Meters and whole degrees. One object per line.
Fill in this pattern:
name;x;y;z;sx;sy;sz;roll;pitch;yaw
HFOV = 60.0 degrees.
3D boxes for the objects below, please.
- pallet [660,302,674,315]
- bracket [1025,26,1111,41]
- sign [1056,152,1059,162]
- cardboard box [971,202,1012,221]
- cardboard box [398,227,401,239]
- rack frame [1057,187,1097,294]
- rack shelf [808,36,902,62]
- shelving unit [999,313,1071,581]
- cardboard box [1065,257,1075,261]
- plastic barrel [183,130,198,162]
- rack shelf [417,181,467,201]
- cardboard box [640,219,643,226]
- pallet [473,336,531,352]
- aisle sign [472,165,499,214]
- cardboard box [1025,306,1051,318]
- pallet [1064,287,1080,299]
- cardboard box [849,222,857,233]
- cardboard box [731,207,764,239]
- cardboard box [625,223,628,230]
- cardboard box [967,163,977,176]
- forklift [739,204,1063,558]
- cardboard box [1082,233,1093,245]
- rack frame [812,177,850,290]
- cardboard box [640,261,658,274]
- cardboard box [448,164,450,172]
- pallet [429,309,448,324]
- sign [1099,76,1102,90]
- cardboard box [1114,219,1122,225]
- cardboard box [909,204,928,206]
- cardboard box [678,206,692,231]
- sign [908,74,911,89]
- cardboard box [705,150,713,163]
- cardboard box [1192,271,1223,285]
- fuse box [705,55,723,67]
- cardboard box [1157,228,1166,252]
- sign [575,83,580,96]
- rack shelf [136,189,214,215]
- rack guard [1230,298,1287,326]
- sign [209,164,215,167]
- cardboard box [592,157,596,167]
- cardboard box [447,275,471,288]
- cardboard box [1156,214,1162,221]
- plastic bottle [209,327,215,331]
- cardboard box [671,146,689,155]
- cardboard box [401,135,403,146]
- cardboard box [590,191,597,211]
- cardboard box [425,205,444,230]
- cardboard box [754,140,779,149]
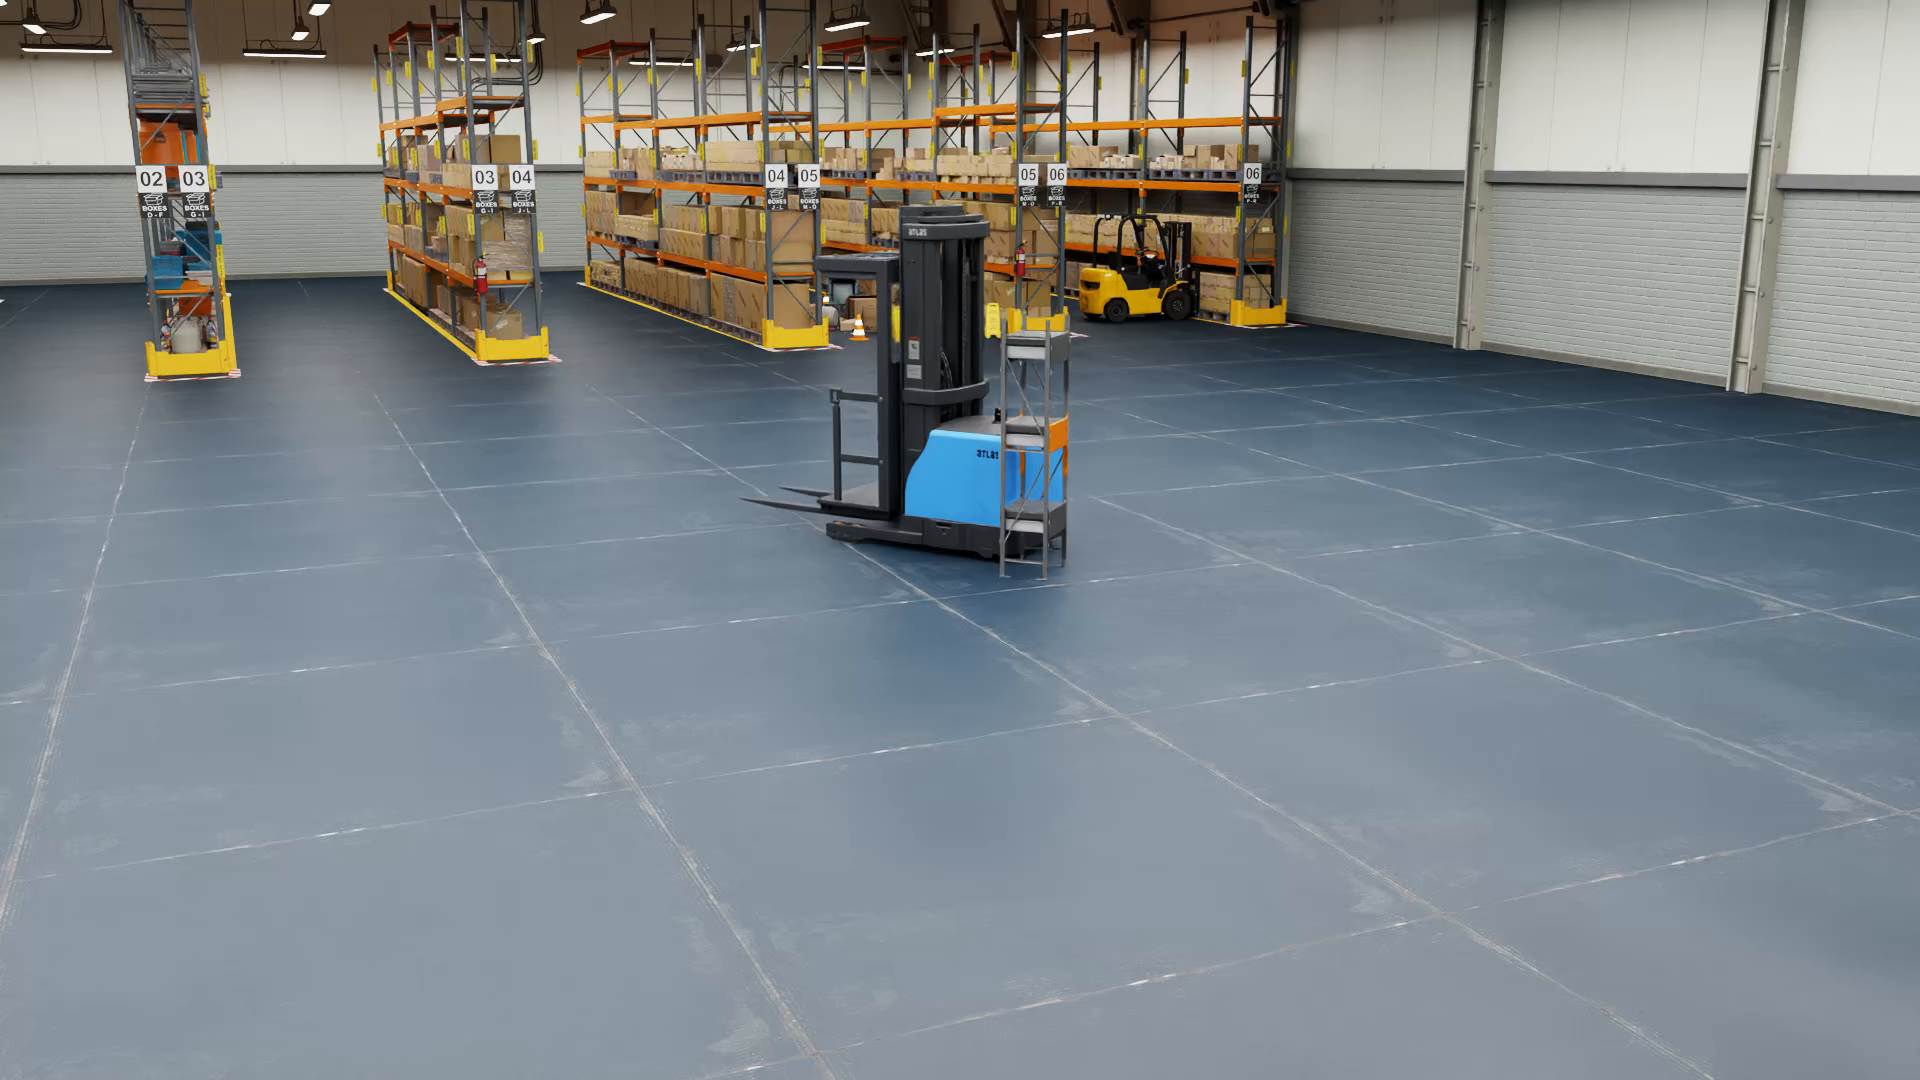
pallet;-5.927;-5.089;36.389;1.003;0.211;1.213;-6;14;-23
bracket;2.692;-12.608;41.407;0.076;0.066;4.783;-6;14;-23
sign;2.370;-9.199;40.163;0.100;0.325;0.005;-6;14;-23
cardboard box;0.627;-6.400;32.771;0.700;0.500;0.500;-6;14;-24
cardboard box;-12.988;-7.262;39.269;0.500;0.250;0.500;-5;14;-21
rack frame;2.868;-7.534;40.770;1.000;3.000;0.127;-6;14;-23
rack shelf;-2.480;-11.690;39.645;1.077;0.370;4.000;-6;14;-23
shelving unit;0.606;-0.761;13.499;0.431;2.100;0.503;5;14;21
cardboard box;2.863;-7.030;41.766;0.380;0.149;0.250;-5;14;-21
plastic barrel;-15.522;-7.735;33.103;0.600;0.830;0.708;-6;14;-23
rack shelf;-9.958;-6.887;32.919;1.077;0.370;4.000;-6;14;-23
cardboard box;-6.994;-7.155;37.439;0.380;0.149;0.250;-5;14;-21
pallet;-7.878;-3.365;28.942;1.003;0.211;1.213;-6;14;-23
aisle sign;-7.804;-5.764;27.355;0.394;0.787;0.004;-6;14;-23
cardboard box;1.456;-4.489;32.779;0.500;0.250;0.500;-6;14;-23
pallet;3.162;-6.002;40.334;1.003;0.211;1.213;-6;14;-23
cardboard box;-2.314;-7.438;39.579;0.500;0.250;0.500;-6;14;-24
cardboard box;-3.819;-5.974;31.304;0.875;0.550;0.500;-6;14;-23
cardboard box;-7.616;-7.332;38.862;0.380;0.149;0.250;-5;14;-21
cardboard box;0.457;-7.362;33.045;0.500;0.250;0.500;-5;14;-22
forklift;-0.606;-1.495;14.829;3.031;2.935;1.130;8;15;30
cardboard box;3.231;-7.137;39.387;0.500;0.250;0.500;-6;14;-25
rack frame;-3.281;-7.911;42.400;1.000;3.000;0.127;-6;14;-23
cardboard box;-7.089;-6.296;38.372;0.500;0.250;0.500;-5;14;-22
cardboard box;-9.140;-6.802;30.403;0.380;0.149;0.250;-6;14;-26
pallet;-10.447;-4.670;34.578;1.003;0.211;1.213;-6;14;-23
sign;3.375;-11.040;40.190;0.100;0.325;0.005;-6;14;-23
cardboard box;3.733;-7.272;37.978;0.380;0.149;0.250;-6;14;-25
cardboard box;-0.888;-7.243;36.263;0.380;0.149;0.250;-6;14;-25
cardboard box;-5.592;-6.849;35.371;0.700;0.500;0.500;-6;14;-24
sign;-1.186;-10.552;38.259;0.100;0.325;0.005;-6;14;-23
cardboard box;-4.632;-7.451;32.277;0.500;0.250;0.500;-6;14;-23
cardboard box;5.181;-5.509;34.968;0.500;0.250;0.500;-5;14;-22
fuse box;-7.385;-14.354;49.835;0.513;0.334;0.176;-6;14;-23
cardboard box;4.632;-6.535;36.231;0.500;0.500;0.500;-5;14;-22
sign;-9.876;-11.637;42.946;0.100;0.325;0.005;-6;14;-23
rack shelf;-12.894;-5.614;27.416;1.077;0.370;4.000;-6;14;-23
rack guard;6.082;-4.658;33.889;1.175;0.500;0.348;-6;14;-23
sign;-16.395;-8.084;36.473;0.100;0.325;0.005;-6;14;-23
cardboard box;-9.039;-9.574;42.156;0.500;0.250;0.500;-5;14;-22
cardboard box;-10.241;-5.307;34.054;0.500;0.250;0.500;-4;14;-17
cardboard box;4.530;-7.080;36.489;0.380;0.149;0.250;-5;14;-22
plastic bottle;-12.792;-3.511;28.462;0.097;0.271;0.097;0;13;0
cardboard box;-6.290;-8.715;37.300;0.396;0.266;0.258;-6;14;-23
cardboard box;-13.164;-9.553;39.803;0.500;0.250;0.500;-6;14;-25
cardboard box;-9.234;-8.730;42.839;0.500;0.500;0.500;-5;14;-21
cardboard box;-11.037;-6.880;35.496;0.797;0.503;0.637;-5;14;-21
cardboard box;-3.415;-6.984;29.376;0.380;0.149;0.250;-5;14;-22
